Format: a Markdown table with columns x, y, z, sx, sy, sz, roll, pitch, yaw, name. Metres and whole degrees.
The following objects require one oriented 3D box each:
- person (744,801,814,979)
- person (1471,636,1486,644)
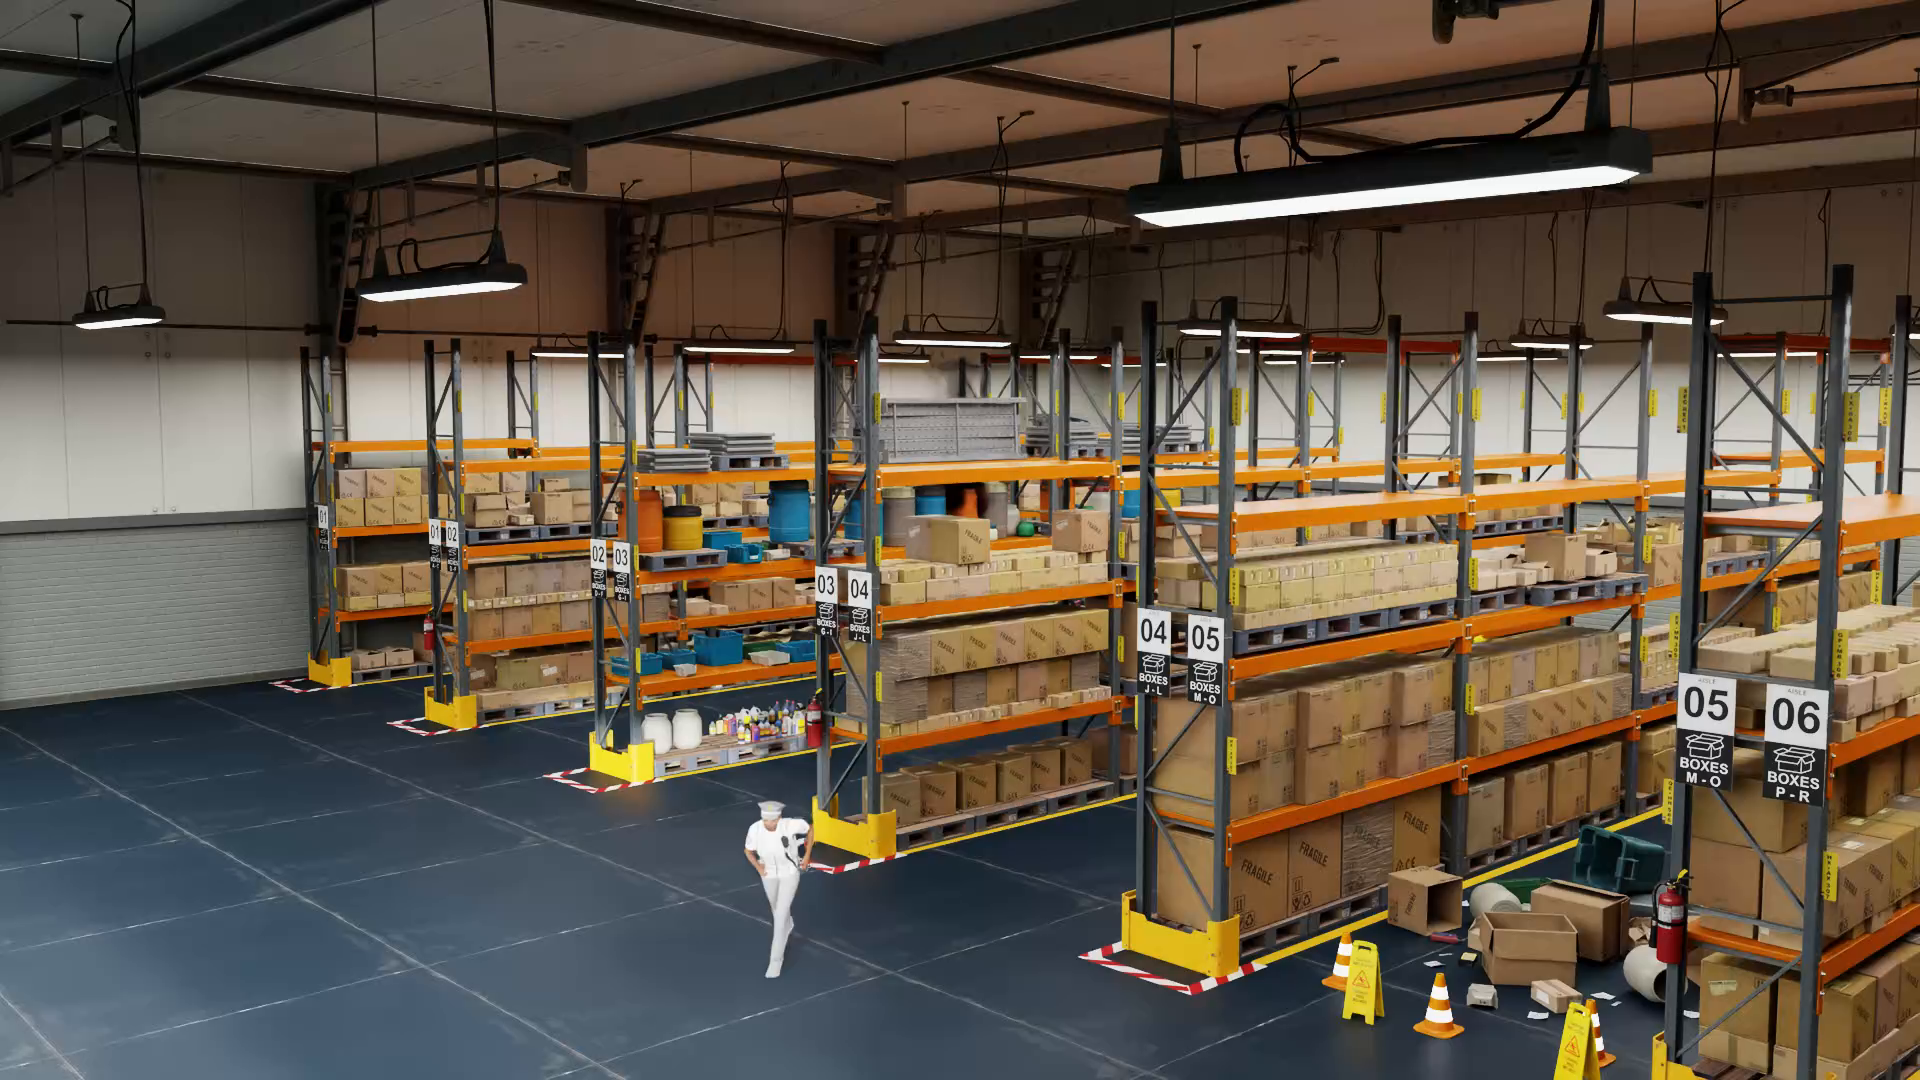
| x | y | z | sx | sy | sz | roll | pitch | yaw | name |
| --- | --- | --- | --- | --- | --- | --- | --- | --- | --- |
| -1.618 | 3.082 | 15.094 | 0.618 | 1.621 | 0.983 | 0 | 5 | 4 | person |
| 7.679 | 2.214 | 24.226 | 0.700 | 1.701 | 0.913 | 4 | 7 | 41 | person |
